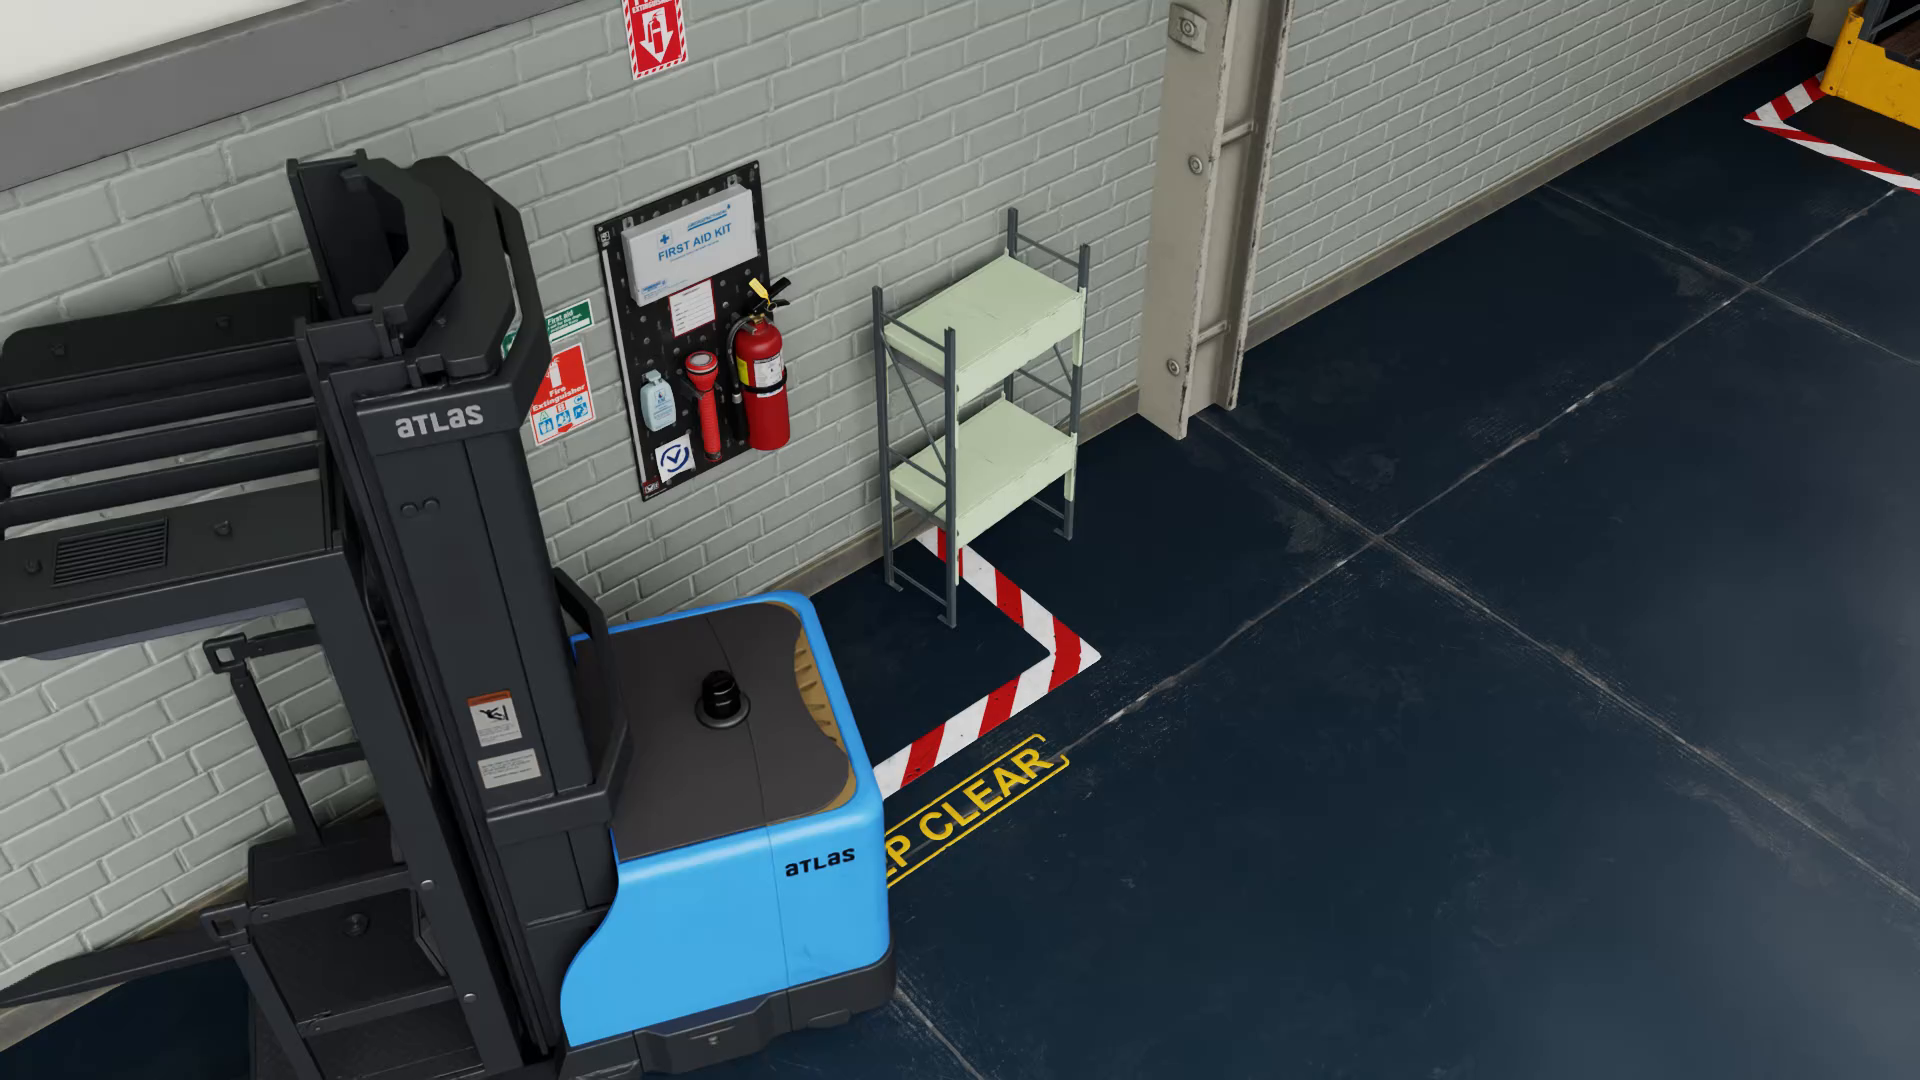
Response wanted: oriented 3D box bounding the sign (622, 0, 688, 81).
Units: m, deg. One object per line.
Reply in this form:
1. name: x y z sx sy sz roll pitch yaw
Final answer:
1. sign: -0.920 -1.553 5.020 0.199 0.298 0.001 -30 51 -28

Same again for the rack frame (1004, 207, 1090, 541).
1. rack frame: 0.337 -0.643 6.839 0.400 1.500 0.023 33 52 30

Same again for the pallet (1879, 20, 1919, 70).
1. pallet: 6.395 -2.954 10.241 1.213 0.211 1.003 -30 51 -28

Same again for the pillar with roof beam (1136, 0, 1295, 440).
1. pillar with roof beam: 3.832 -1.651 2.435 0.400 9.000 9.100 -30 51 -28

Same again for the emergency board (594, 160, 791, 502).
1. emergency board: -0.850 -0.660 5.761 0.643 1.169 0.194 -30 51 -28

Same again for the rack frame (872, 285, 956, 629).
1. rack frame: -0.168 -0.280 6.453 0.400 1.500 0.023 33 52 30

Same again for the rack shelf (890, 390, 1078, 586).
1. rack shelf: 0.085 -0.224 6.869 0.431 0.370 0.720 33 52 30

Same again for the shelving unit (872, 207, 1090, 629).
1. shelving unit: 0.085 -0.462 6.646 0.431 1.500 0.755 33 52 30

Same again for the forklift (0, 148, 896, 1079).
1. forklift: -1.789 0.485 4.593 3.031 2.935 1.130 -12 45 -13

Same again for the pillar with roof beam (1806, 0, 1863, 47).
1. pillar with roof beam: 8.435 -4.287 5.241 0.400 9.000 9.100 -30 51 -28

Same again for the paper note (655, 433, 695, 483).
1. paper note: -1.030 -0.297 6.019 0.142 0.148 0.016 -30 51 -28

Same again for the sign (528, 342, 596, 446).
1. sign: -1.340 -0.484 5.548 0.234 0.329 0.001 -30 51 -28

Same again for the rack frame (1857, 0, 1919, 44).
1. rack frame: 5.691 -3.599 8.891 0.127 3.000 1.000 -30 51 -28

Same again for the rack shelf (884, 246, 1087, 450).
1. rack shelf: 0.085 -0.746 6.379 0.431 0.370 0.720 33 52 30

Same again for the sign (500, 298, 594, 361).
1. sign: -1.331 -0.674 5.364 0.331 0.109 0.001 -30 51 -28

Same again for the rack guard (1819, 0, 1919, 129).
1. rack guard: 5.749 -2.721 9.782 0.348 0.500 1.175 -30 51 -28
